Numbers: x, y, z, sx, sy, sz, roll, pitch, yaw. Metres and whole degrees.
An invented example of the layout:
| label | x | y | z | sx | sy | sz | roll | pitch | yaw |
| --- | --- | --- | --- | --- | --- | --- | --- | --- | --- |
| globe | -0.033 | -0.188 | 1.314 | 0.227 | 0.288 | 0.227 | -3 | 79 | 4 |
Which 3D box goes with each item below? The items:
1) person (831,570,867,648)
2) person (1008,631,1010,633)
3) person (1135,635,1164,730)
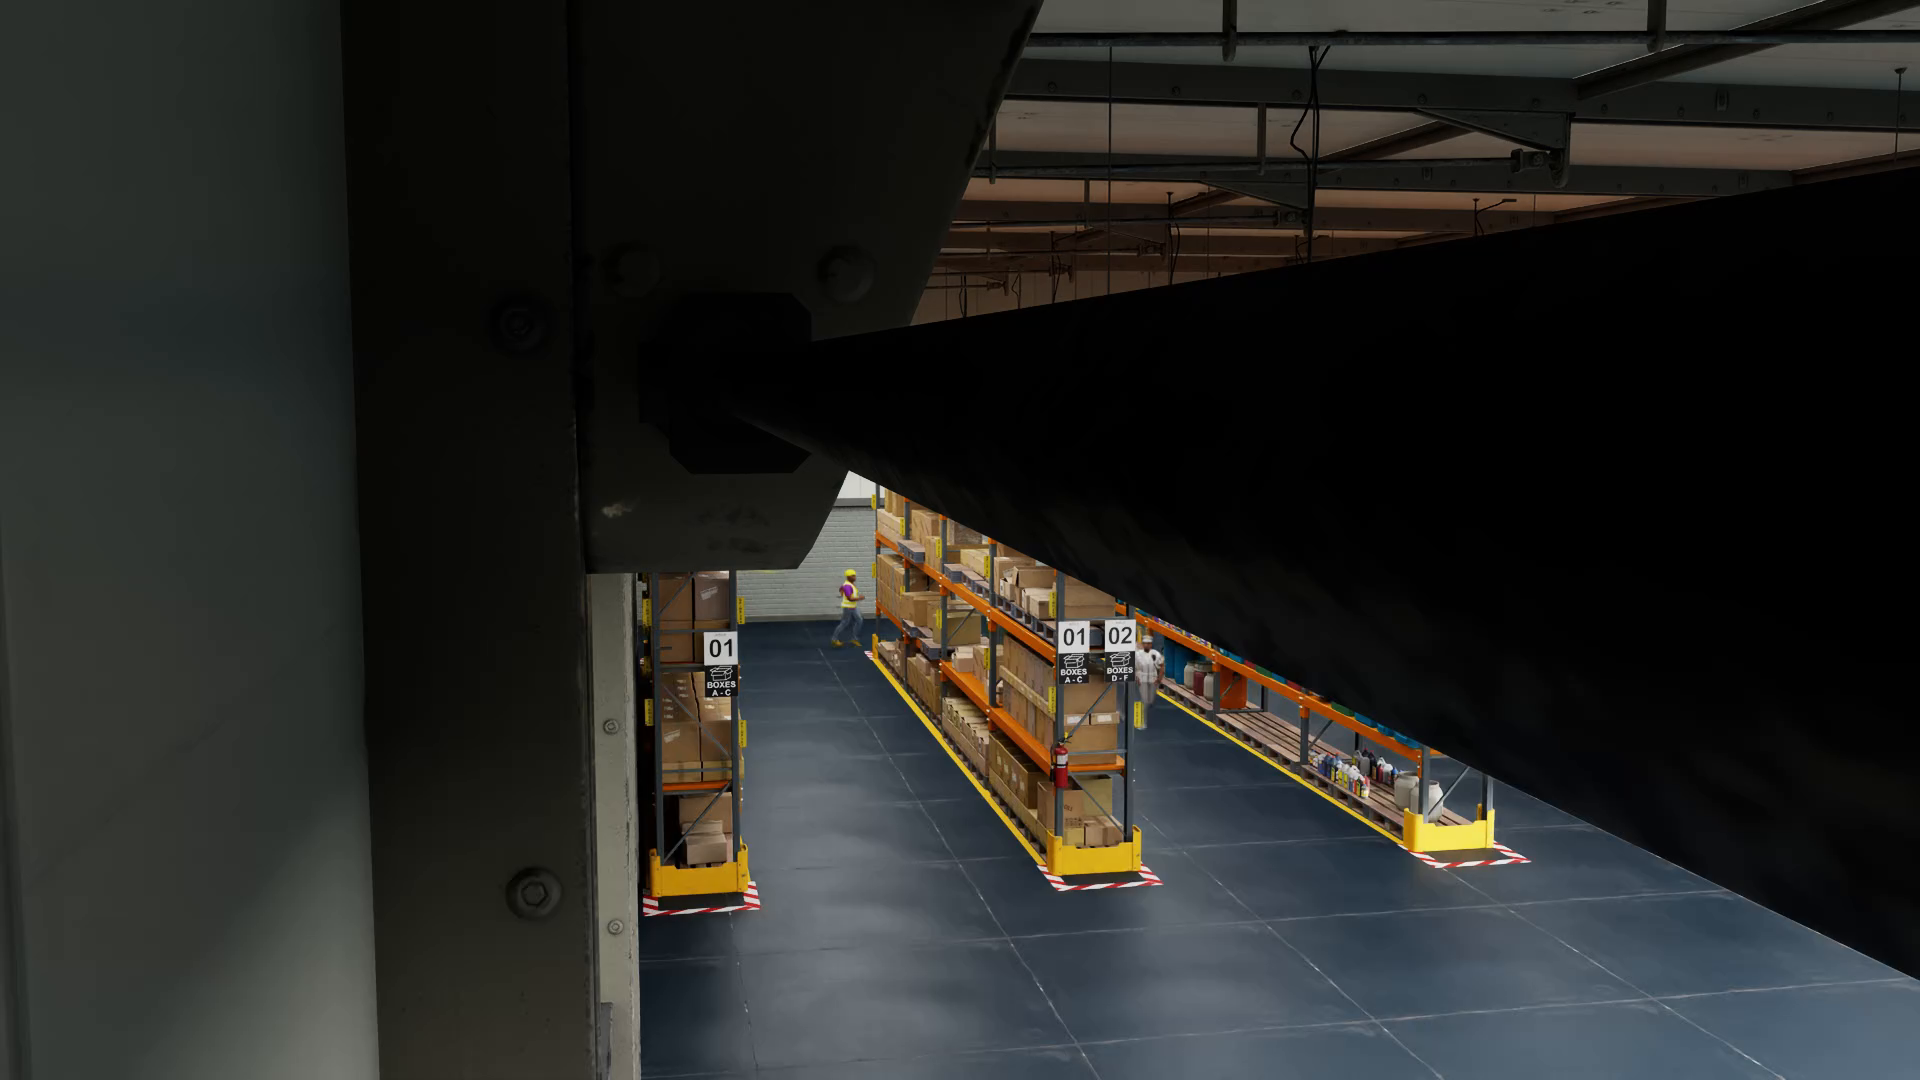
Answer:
| label | x | y | z | sx | sy | sz | roll | pitch | yaw |
| --- | --- | --- | --- | --- | --- | --- | --- | --- | --- |
| person | -2.515 | 1.577 | 37.790 | 0.847 | 1.823 | 0.683 | 1 | 6 | 8 |
| person | 1.140 | 1.879 | 35.030 | 0.668 | 1.740 | 0.750 | -3 | 6 | -24 |
| person | 3.315 | 2.495 | 29.459 | 0.597 | 1.692 | 0.631 | 0 | 6 | -2 |
